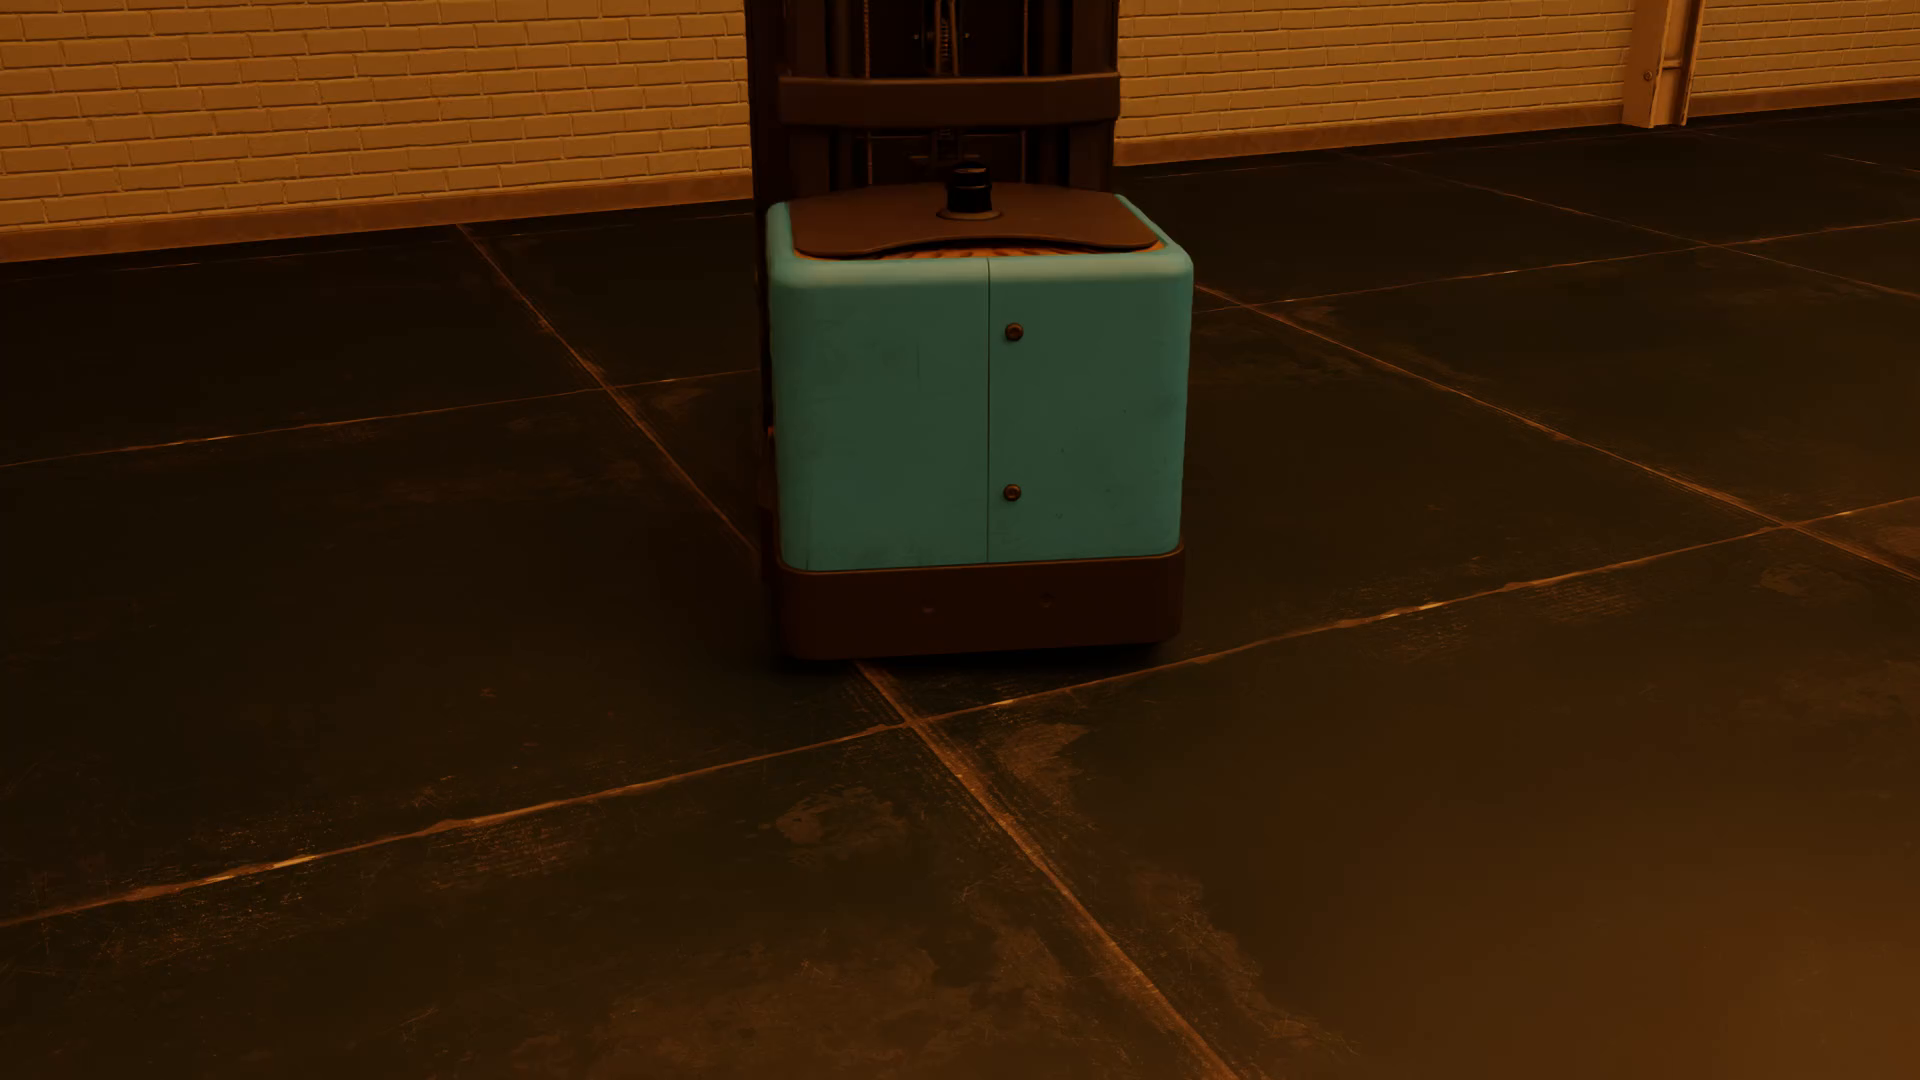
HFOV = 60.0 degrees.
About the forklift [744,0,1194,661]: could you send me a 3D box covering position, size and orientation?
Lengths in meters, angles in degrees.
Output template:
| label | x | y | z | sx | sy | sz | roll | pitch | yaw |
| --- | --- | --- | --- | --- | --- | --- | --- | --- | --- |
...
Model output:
| label | x | y | z | sx | sy | sz | roll | pitch | yaw |
| --- | --- | --- | --- | --- | --- | --- | --- | --- | --- |
| forklift | -0.112 | -1.579 | 5.086 | 1.130 | 2.935 | 3.031 | -3 | 23 | -6 |
